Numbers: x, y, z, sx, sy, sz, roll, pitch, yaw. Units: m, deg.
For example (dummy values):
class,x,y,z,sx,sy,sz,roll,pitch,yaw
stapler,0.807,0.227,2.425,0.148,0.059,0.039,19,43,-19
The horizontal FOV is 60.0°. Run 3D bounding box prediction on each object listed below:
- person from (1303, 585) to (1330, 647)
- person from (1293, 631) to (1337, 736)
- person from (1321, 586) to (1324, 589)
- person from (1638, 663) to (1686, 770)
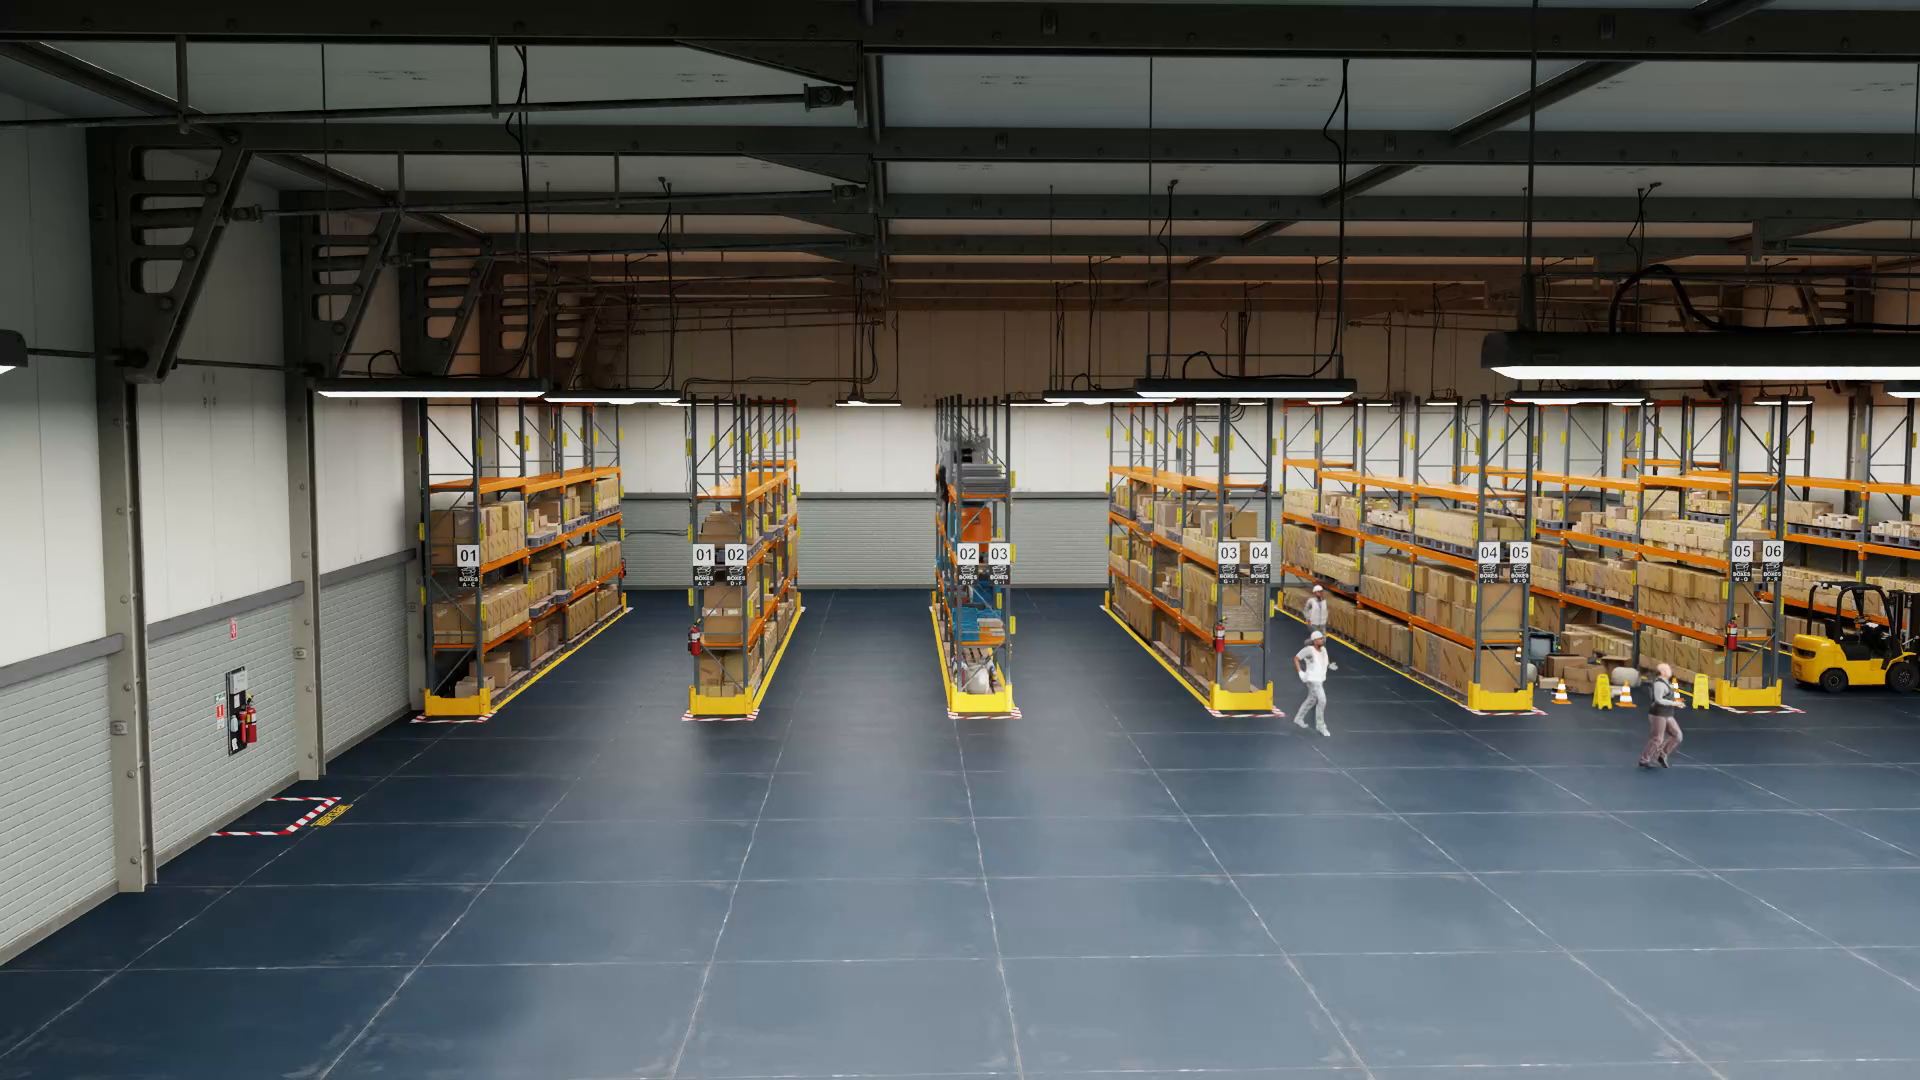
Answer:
class,x,y,z,sx,sy,sz,roll,pitch,yaw
person,8.119,1.884,37.936,0.647,1.727,0.637,-1,5,-12
person,6.278,2.518,29.459,0.810,1.833,0.663,4,6,38
person,10.494,1.079,48.697,0.869,1.628,0.624,4,6,44
person,11.114,2.805,26.287,0.701,1.720,0.646,3,6,36
